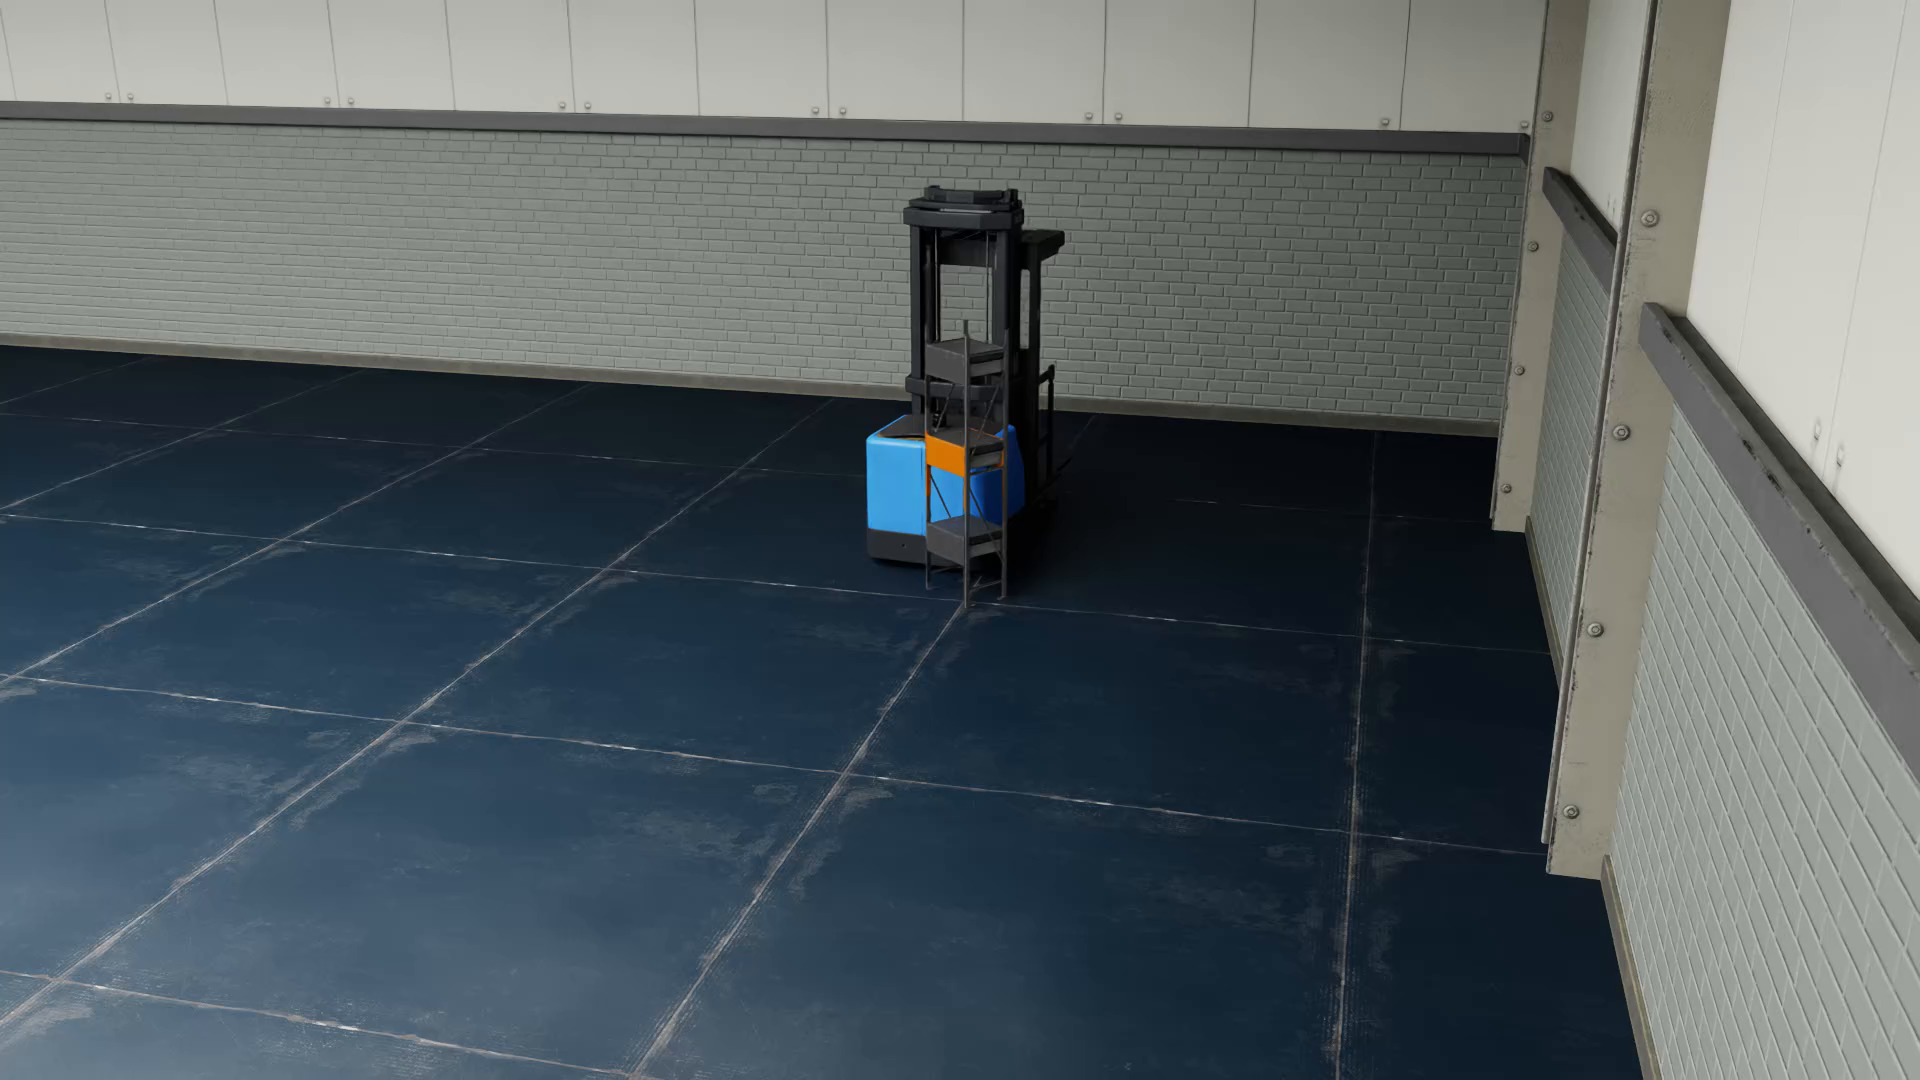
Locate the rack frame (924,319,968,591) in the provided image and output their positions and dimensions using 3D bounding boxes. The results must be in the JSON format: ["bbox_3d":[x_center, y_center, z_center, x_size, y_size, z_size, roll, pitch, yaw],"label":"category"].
[{"bbox_3d":[-0.102,-0.635,12.799,0.400,2.100,0.015,-14,23,-36],"label":"rack frame"}]

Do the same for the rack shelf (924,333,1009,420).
[{"bbox_3d":[0.048,-1.223,12.395,0.431,0.518,0.480,-14,23,-36],"label":"rack shelf"}]

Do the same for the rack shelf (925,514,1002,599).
[{"bbox_3d":[0.048,0.102,12.848,0.431,0.518,0.480,-14,23,-36],"label":"rack shelf"}]

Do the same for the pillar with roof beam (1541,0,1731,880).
[{"bbox_3d":[-0.821,-2.856,8.627,9.100,9.000,0.400,5,19,13],"label":"pillar with roof beam"}]

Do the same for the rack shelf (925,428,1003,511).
[{"bbox_3d":[0.048,-0.560,12.621,0.431,0.518,0.480,-14,23,-36],"label":"rack shelf"}]

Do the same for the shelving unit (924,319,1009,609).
[{"bbox_3d":[0.048,-0.573,12.617,0.431,2.100,0.503,-14,23,-36],"label":"shelving unit"}]

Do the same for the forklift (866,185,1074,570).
[{"bbox_3d":[0.235,-1.585,14.292,1.130,2.935,3.031,7,20,20],"label":"forklift"}]

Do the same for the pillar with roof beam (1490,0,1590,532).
[{"bbox_3d":[0.645,-4.737,14.133,9.100,9.000,0.400,5,19,13],"label":"pillar with roof beam"}]

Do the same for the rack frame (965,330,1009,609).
[{"bbox_3d":[0.198,-0.511,12.435,0.400,2.100,0.015,-14,23,-36],"label":"rack frame"}]
